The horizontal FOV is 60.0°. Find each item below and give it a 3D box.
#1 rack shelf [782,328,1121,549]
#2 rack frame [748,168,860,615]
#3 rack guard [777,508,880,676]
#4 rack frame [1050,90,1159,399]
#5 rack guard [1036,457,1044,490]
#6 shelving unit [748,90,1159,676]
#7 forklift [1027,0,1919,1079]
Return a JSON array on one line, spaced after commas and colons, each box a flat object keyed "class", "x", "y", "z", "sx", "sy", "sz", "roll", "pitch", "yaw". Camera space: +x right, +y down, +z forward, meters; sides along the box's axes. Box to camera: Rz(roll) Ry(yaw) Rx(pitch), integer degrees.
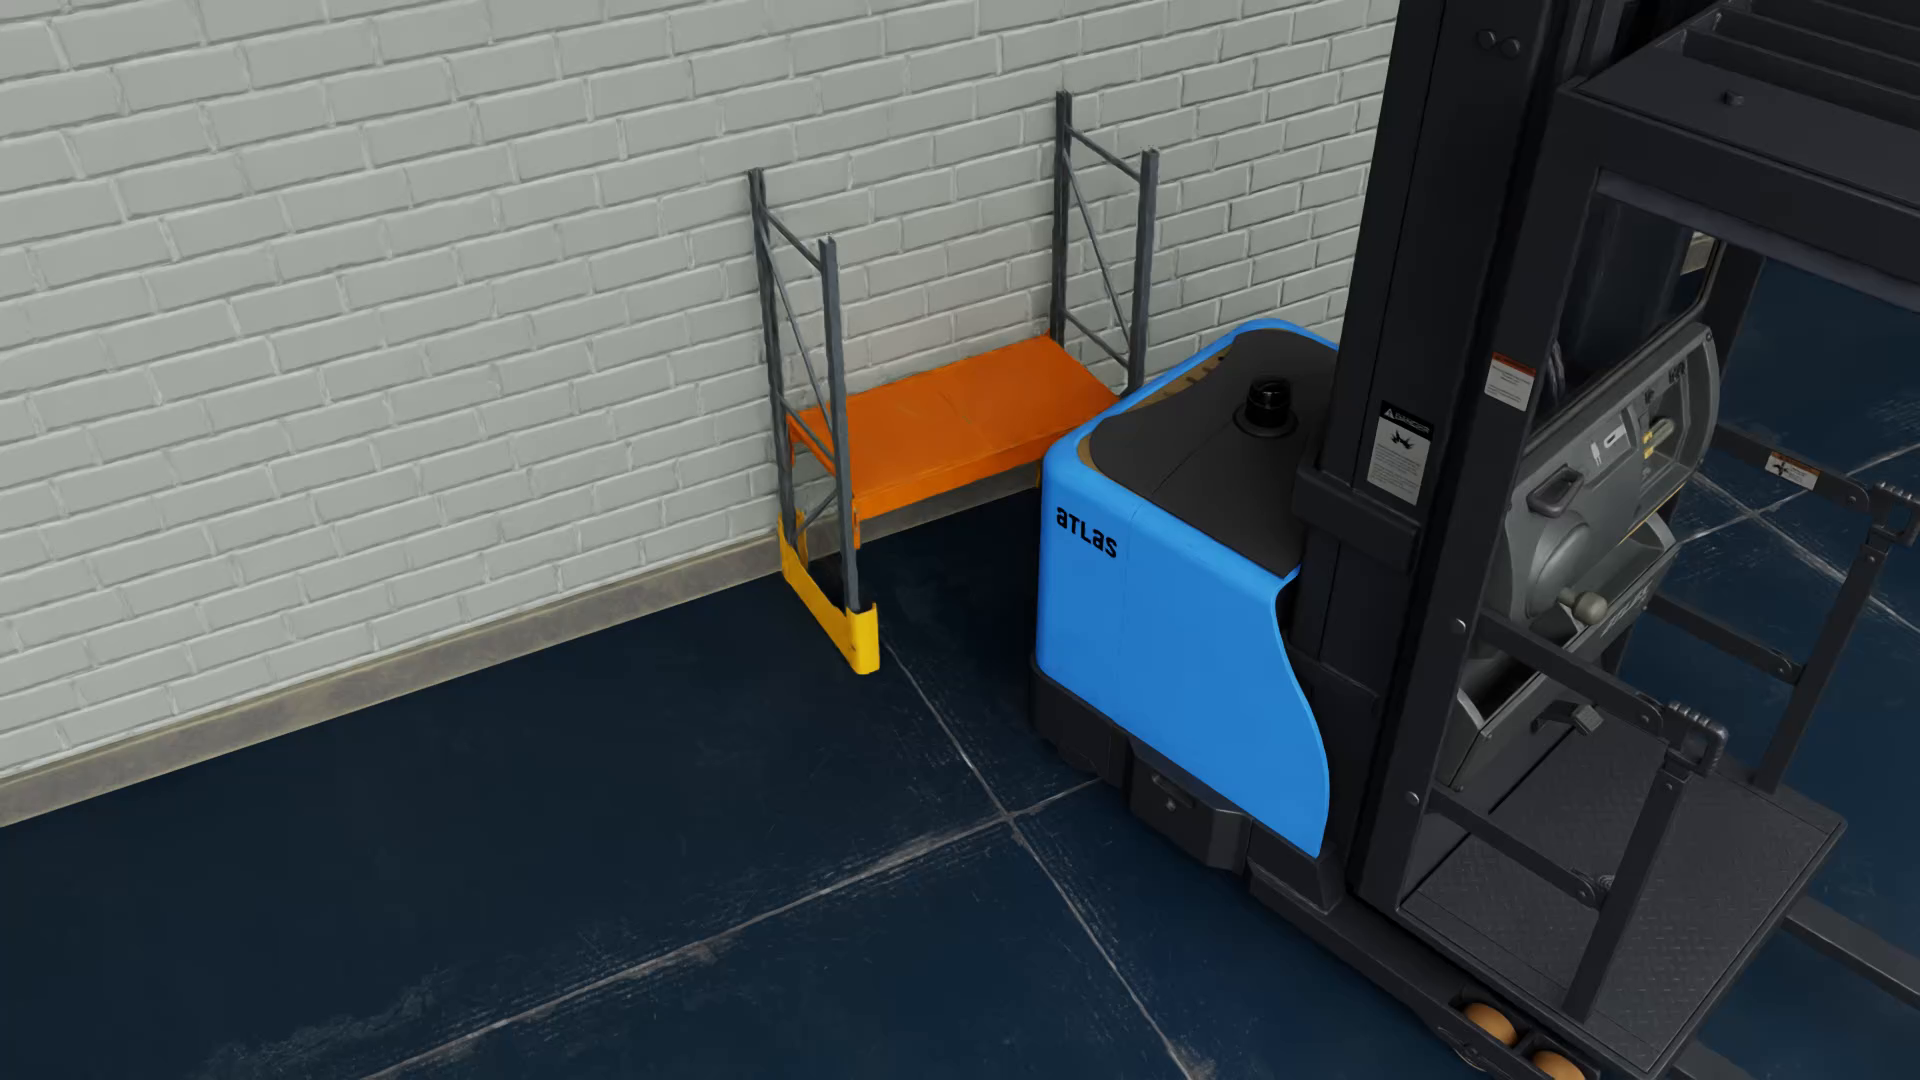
[{"class": "rack shelf", "x": -0.005, "y": -0.340, "z": 5.256, "sx": 1.000, "sy": 0.185, "sz": 0.538, "roll": -20, "pitch": 43, "yaw": -22}, {"class": "rack frame", "x": -0.449, "y": -0.319, "z": 4.951, "sx": 0.032, "sy": 1.500, "sz": 0.500, "roll": -20, "pitch": 43, "yaw": -22}, {"class": "rack guard", "x": -0.426, "y": 0.161, "z": 5.351, "sx": 0.087, "sy": 0.250, "sz": 0.587, "roll": -20, "pitch": 43, "yaw": -22}, {"class": "rack frame", "x": 0.436, "y": -0.641, "z": 5.334, "sx": 0.032, "sy": 1.500, "sz": 0.500, "roll": -20, "pitch": 43, "yaw": -22}, {"class": "rack guard", "x": 0.442, "y": -0.154, "z": 5.726, "sx": 0.087, "sy": 0.250, "sz": 0.587, "roll": -20, "pitch": 43, "yaw": -22}, {"class": "shelving unit", "x": 0.001, "y": -0.483, "z": 5.146, "sx": 1.083, "sy": 1.500, "sz": 0.587, "roll": -20, "pitch": 43, "yaw": -22}, {"class": "forklift", "x": 1.600, "y": -0.083, "z": 3.580, "sx": 1.130, "sy": 2.935, "sz": 3.031, "roll": -33, "pitch": 50, "yaw": -33}]
